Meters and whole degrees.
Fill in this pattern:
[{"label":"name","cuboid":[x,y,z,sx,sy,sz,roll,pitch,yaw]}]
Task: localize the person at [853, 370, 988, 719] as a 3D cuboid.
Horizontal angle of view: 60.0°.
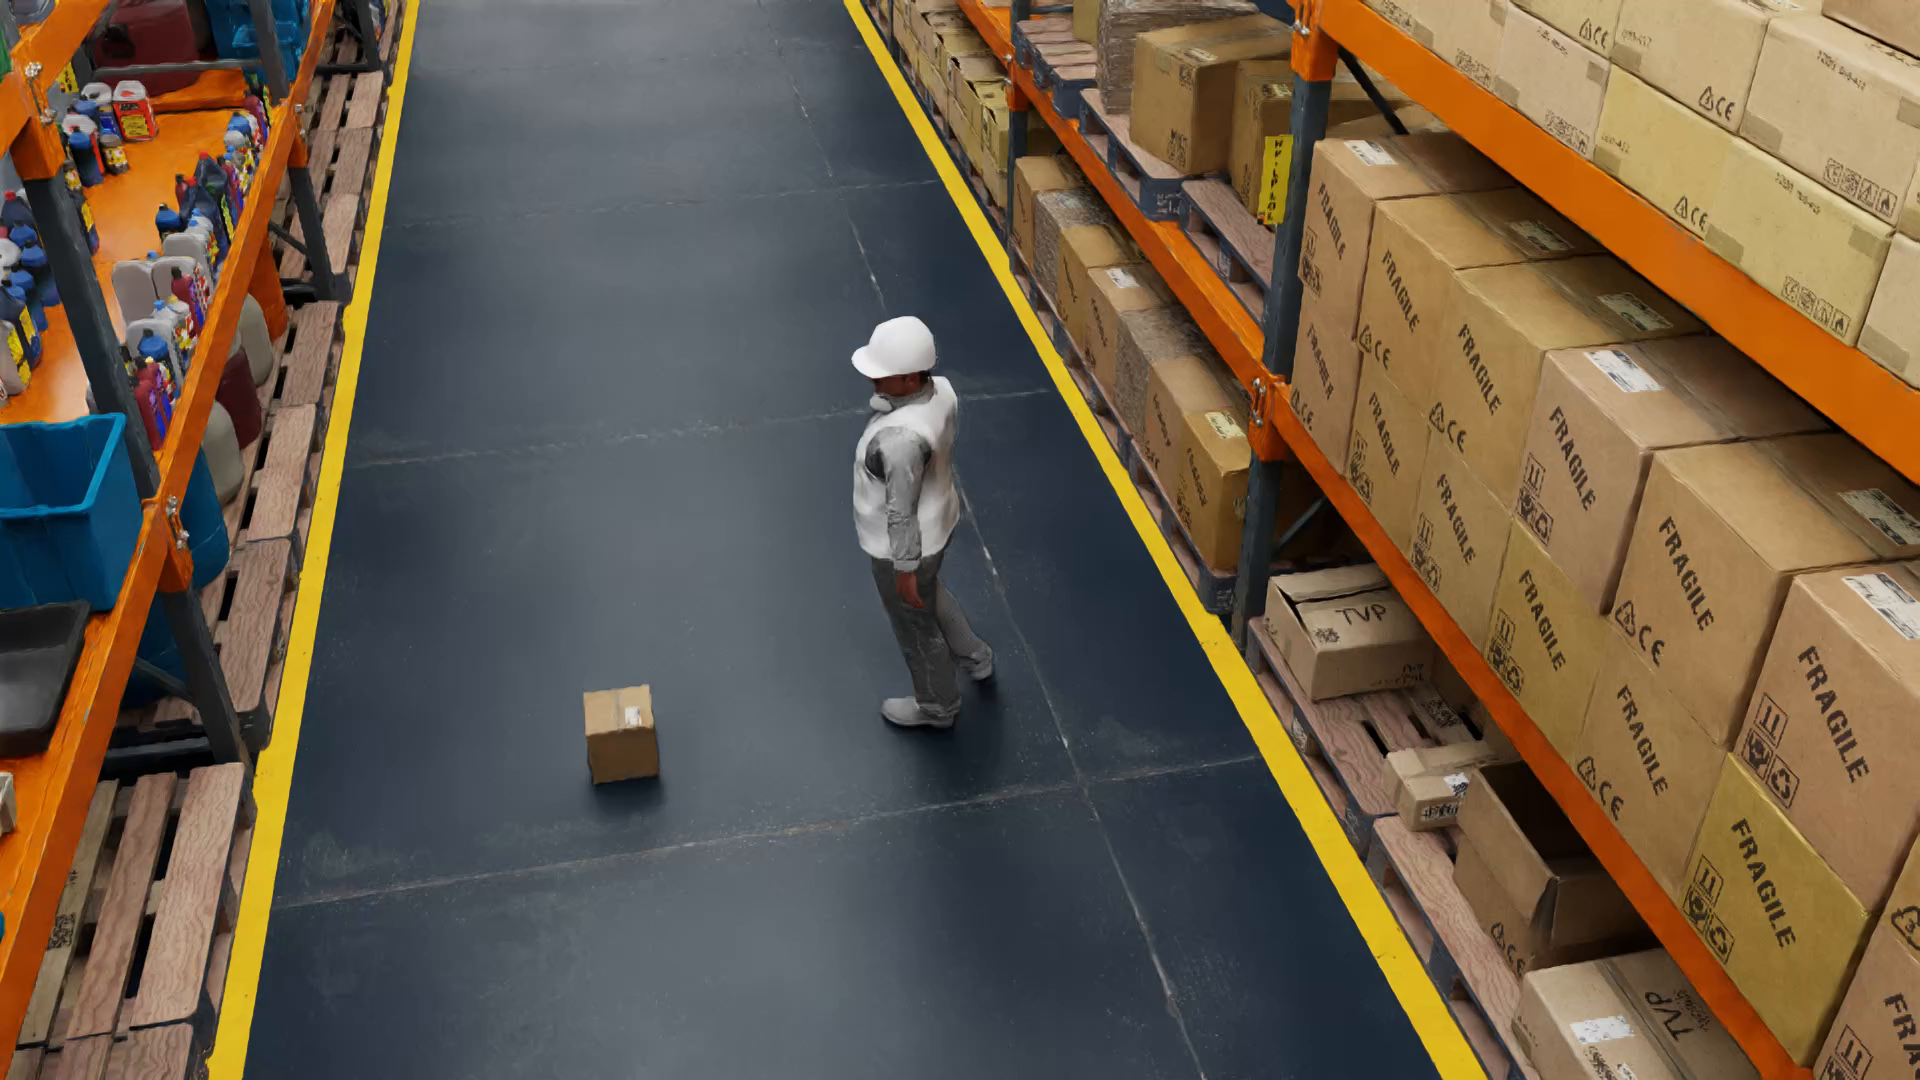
[{"label":"person","cuboid":[-0.145,0.023,6.210,0.436,1.480,0.516,10,35,14]}]
